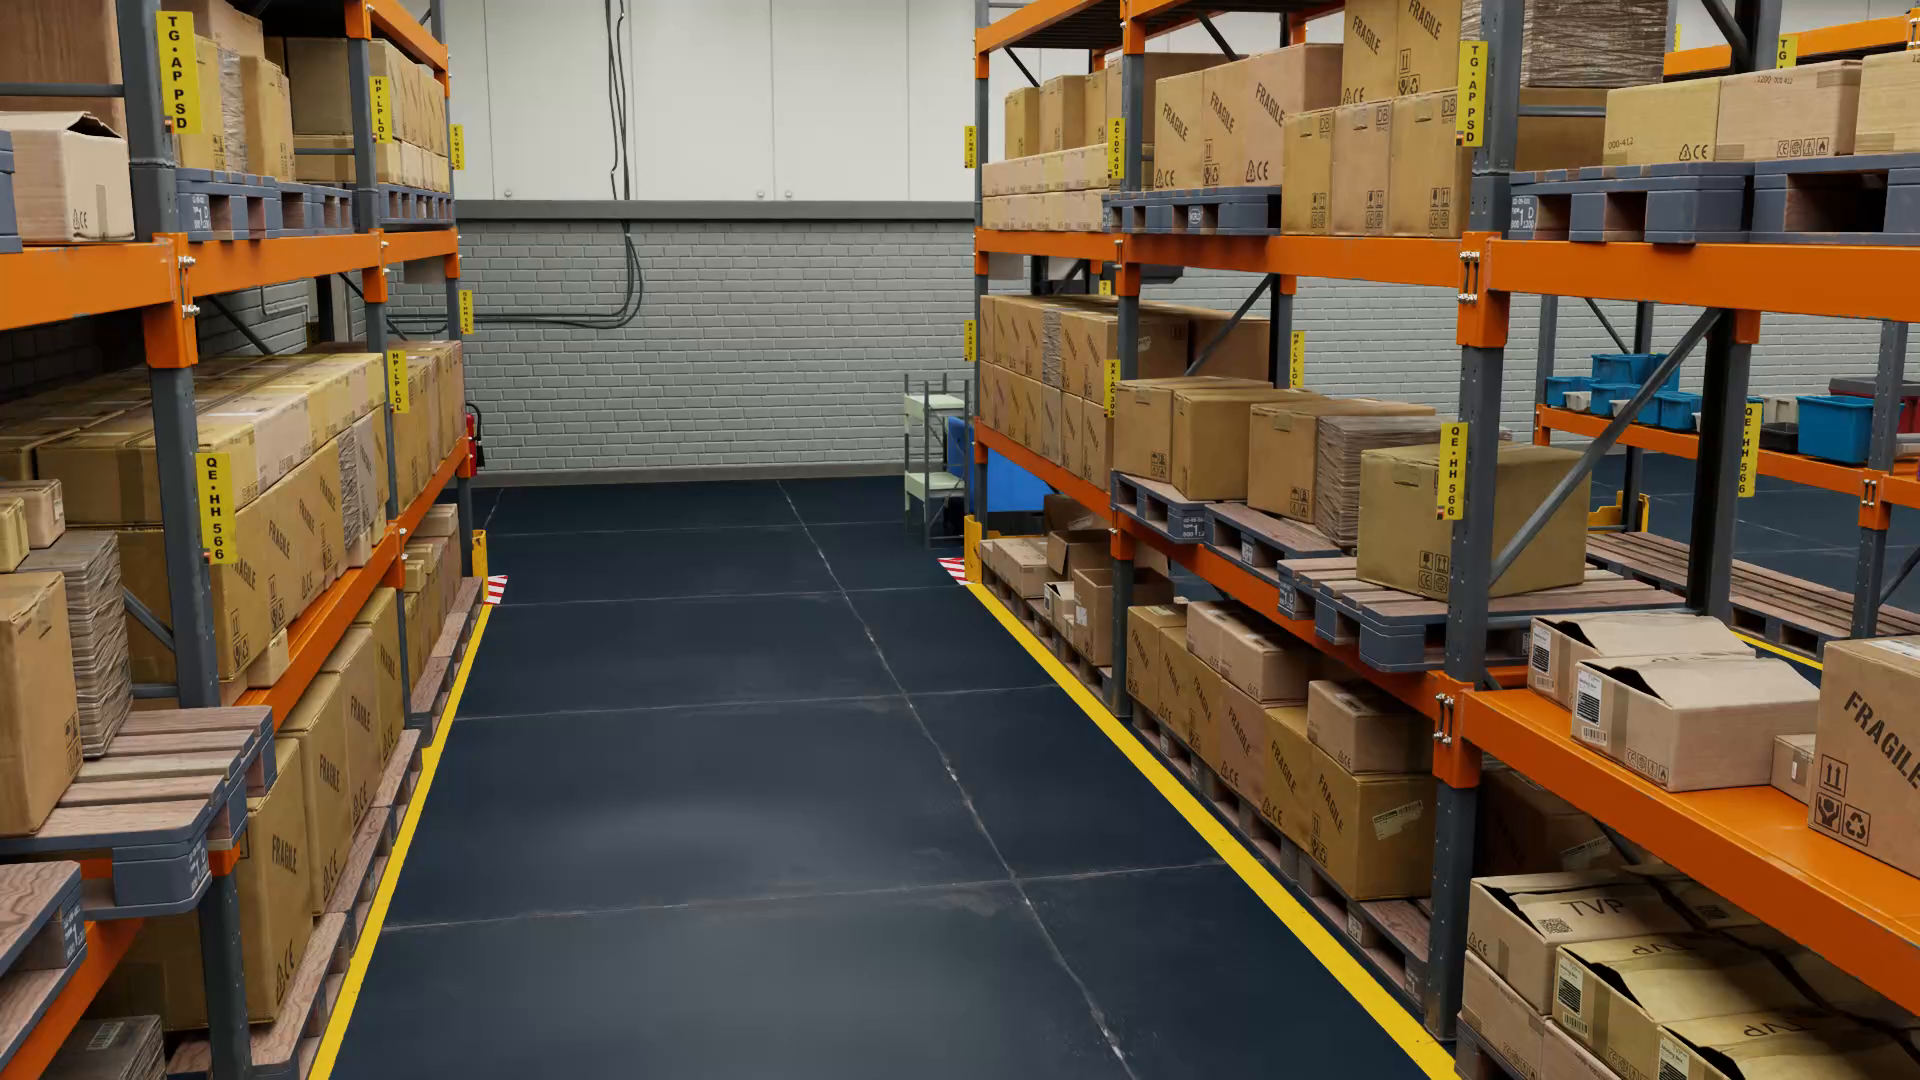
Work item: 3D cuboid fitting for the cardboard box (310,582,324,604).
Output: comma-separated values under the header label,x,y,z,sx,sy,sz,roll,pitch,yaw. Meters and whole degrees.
label,x,y,z,sx,sy,sz,roll,pitch,yaw
cardboard box,-2.875,0.177,6.917,0.380,0.149,0.250,-2,11,-9

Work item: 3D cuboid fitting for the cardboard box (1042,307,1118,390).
label,x,y,z,sx,sy,sz,roll,pitch,yaw
cardboard box,0.843,-1.263,10.922,0.500,0.500,0.500,-2,11,-11

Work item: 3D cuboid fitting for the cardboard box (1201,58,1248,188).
label,x,y,z,sx,sy,sz,roll,pitch,yaw
cardboard box,1.573,-2.014,8.130,0.600,0.600,0.600,-2,11,-12

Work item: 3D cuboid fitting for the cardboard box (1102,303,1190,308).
label,x,y,z,sx,sy,sz,roll,pitch,yaw
cardboard box,1.278,-1.374,11.503,0.500,0.500,0.500,-2,11,-9

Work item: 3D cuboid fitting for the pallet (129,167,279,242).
label,x,y,z,sx,sy,sz,roll,pitch,yaw
pallet,-2.863,-1.036,5.151,1.213,0.211,1.003,-2,11,-8

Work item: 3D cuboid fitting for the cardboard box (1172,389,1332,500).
label,x,y,z,sx,sy,sz,roll,pitch,yaw
cardboard box,1.464,-0.490,8.410,0.700,0.500,0.500,0,11,-2

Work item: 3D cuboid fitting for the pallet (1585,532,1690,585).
label,x,y,z,sx,sy,sz,roll,pitch,yaw
pallet,5.599,0.156,13.864,1.003,0.211,1.213,-2,11,-11

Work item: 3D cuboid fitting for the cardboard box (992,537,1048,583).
label,x,y,z,sx,sy,sz,roll,pitch,yaw
cardboard box,0.542,0.150,12.618,0.500,0.250,0.500,-2,11,-11

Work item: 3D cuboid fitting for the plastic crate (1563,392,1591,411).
label,x,y,z,sx,sy,sz,roll,pitch,yaw
plastic crate,5.183,-1.147,13.799,0.250,0.136,0.298,-2,11,-11

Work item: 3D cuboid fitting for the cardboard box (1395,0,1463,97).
label,x,y,z,sx,sy,sz,roll,pitch,yaw
cardboard box,1.995,-1.907,6.283,0.500,0.500,0.500,-2,11,-11

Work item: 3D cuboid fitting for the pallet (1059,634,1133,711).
label,x,y,z,sx,sy,sz,roll,pitch,yaw
pallet,1.262,0.791,10.531,1.003,0.211,1.213,-2,11,-11

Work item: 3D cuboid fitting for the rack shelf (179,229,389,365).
label,x,y,z,sx,sy,sz,roll,pitch,yaw
rack shelf,-3.074,-1.026,6.518,1.077,0.370,4.000,-2,11,-11

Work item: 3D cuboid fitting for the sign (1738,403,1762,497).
label,x,y,z,sx,sy,sz,roll,pitch,yaw
sign,2.717,-0.309,5.755,0.100,0.325,0.005,-2,11,-11

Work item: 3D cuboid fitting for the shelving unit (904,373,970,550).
label,x,y,z,sx,sy,sz,roll,pitch,yaw
shelving unit,-0.213,-0.726,15.051,0.431,1.500,0.755,-3,11,-15

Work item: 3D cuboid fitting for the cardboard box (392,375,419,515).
label,x,y,z,sx,sy,sz,roll,pitch,yaw
cardboard box,-3.553,-0.520,9.156,0.980,0.700,0.700,-2,11,-10

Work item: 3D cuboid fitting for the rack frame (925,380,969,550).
label,x,y,z,sx,sy,sz,roll,pitch,yaw
rack frame,-0.114,-0.660,14.705,0.400,1.500,0.023,-3,11,-15

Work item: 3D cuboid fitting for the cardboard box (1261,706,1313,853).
label,x,y,z,sx,sy,sz,roll,pitch,yaw
cardboard box,1.661,1.034,7.301,0.500,0.500,0.500,-3,11,-13

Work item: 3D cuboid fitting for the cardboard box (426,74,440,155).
label,x,y,z,sx,sy,sz,roll,pitch,yaw
cardboard box,-3.745,-2.813,10.990,0.500,0.500,0.500,-2,11,-9

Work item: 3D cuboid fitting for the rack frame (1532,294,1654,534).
label,x,y,z,sx,sy,sz,roll,pitch,yaw
rack frame,5.477,-1.366,14.405,1.000,3.000,0.127,-2,11,-11

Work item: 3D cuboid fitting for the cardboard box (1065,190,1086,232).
label,x,y,z,sx,sy,sz,roll,pitch,yaw
cardboard box,0.953,-2.025,10.243,0.500,0.250,0.500,-2,11,-11

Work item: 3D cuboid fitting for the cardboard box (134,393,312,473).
label,x,y,z,sx,sy,sz,roll,pitch,yaw
cardboard box,-2.727,-0.395,6.180,0.500,0.250,0.500,-2,11,-11

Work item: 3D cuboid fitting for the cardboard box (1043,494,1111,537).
label,x,y,z,sx,sy,sz,roll,pitch,yaw
cardboard box,0.964,-0.084,13.178,0.500,0.500,0.500,-2,11,-11

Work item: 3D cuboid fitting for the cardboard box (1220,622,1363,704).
label,x,y,z,sx,sy,sz,roll,pitch,yaw
cardboard box,1.543,0.563,7.771,0.500,0.250,0.500,-2,11,-12

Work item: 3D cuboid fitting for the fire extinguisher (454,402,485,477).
label,x,y,z,sx,sy,sz,roll,pitch,yaw
fire extinguisher,-3.818,-0.829,12.788,0.296,0.674,0.183,-2,11,-11

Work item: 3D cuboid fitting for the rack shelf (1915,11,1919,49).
label,x,y,z,sx,sy,sz,roll,pitch,yaw
rack shelf,6.644,-2.663,8.167,1.077,0.370,4.000,-2,11,-11

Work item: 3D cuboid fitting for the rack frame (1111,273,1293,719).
label,x,y,z,sx,sy,sz,roll,pitch,yaw
rack frame,1.395,-0.453,9.608,1.000,3.000,0.127,-2,11,-11

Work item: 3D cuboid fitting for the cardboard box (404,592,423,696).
label,x,y,z,sx,sy,sz,roll,pitch,yaw
cardboard box,-3.508,0.609,9.593,0.700,0.500,0.500,-2,11,-10

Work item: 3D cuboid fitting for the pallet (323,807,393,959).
label,x,y,z,sx,sy,sz,roll,pitch,yaw
pallet,-2.999,1.461,7.012,1.003,0.211,1.213,-2,11,-11

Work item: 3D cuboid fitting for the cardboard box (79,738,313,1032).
label,x,y,z,sx,sy,sz,roll,pitch,yaw
cardboard box,-2.700,1.171,5.699,0.750,0.750,0.750,-2,11,-12

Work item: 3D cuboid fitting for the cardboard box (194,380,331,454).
label,x,y,z,sx,sy,sz,roll,pitch,yaw
cardboard box,-2.833,-0.488,6.671,0.500,0.250,0.500,-2,11,-12

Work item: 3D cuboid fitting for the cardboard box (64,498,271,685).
label,x,y,z,sx,sy,sz,roll,pitch,yaw
cardboard box,-2.529,0.158,5.281,0.500,0.500,0.500,-2,11,-9

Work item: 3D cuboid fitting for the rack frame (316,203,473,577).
label,x,y,z,sx,sy,sz,roll,pitch,yaw
rack frame,-4.241,-1.006,12.512,1.000,3.000,0.127,-2,11,-11

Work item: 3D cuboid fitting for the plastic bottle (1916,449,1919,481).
label,x,y,z,sx,sy,sz,roll,pitch,yaw
plastic bottle,5.907,-0.492,10.127,0.061,0.283,0.133,-2,11,-11

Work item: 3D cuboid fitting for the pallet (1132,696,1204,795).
label,x,y,z,sx,sy,sz,roll,pitch,yaw
pallet,1.590,1.065,9.092,1.003,0.211,1.213,-2,11,-11

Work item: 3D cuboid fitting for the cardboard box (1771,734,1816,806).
label,x,y,z,sx,sy,sz,roll,pitch,yaw
cardboard box,2.476,0.636,4.559,0.380,0.149,0.250,-1,11,-7

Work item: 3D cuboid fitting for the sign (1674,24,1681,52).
label,x,y,z,sx,sy,sz,roll,pitch,yaw
sign,6.013,-4.178,13.995,0.100,0.325,0.005,-2,11,-11

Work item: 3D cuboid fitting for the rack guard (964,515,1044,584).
label,x,y,z,sx,sy,sz,roll,pitch,yaw
rack guard,0.632,0.055,13.623,1.175,0.500,0.348,-2,11,-11

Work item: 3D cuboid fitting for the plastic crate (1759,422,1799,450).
label,x,y,z,sx,sy,sz,roll,pitch,yaw
plastic crate,5.773,-0.722,11.598,0.437,0.125,0.590,-2,11,-11

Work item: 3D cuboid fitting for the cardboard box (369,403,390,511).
label,x,y,z,sx,sy,sz,roll,pitch,yaw
cardboard box,-3.126,-0.402,8.222,0.500,0.500,0.500,-2,11,-12

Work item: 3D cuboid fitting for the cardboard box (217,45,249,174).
label,x,y,z,sx,sy,sz,roll,pitch,yaw
cardboard box,-3.194,-1.652,6.439,0.700,0.500,0.500,-2,11,-11

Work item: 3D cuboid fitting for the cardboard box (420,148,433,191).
label,x,y,z,sx,sy,sz,roll,pitch,yaw
cardboard box,-3.630,-2.346,10.540,0.500,0.250,0.500,-2,11,-13

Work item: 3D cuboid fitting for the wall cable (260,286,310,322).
label,x,y,z,sx,sy,sz,roll,pitch,yaw
wall cable,-5.418,-1.705,13.471,0.084,1.984,1.851,-2,11,-11

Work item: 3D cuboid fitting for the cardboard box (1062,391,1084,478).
label,x,y,z,sx,sy,sz,roll,pitch,yaw
cardboard box,0.945,-0.679,10.528,0.500,0.500,0.500,-2,11,-9

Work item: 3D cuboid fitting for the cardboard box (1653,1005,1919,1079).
label,x,y,z,sx,sy,sz,roll,pitch,yaw
cardboard box,2.194,1.446,4.362,0.500,0.311,0.500,-2,11,-13

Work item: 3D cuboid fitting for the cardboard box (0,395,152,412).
label,x,y,z,sx,sy,sz,roll,pitch,yaw
cardboard box,-3.222,-0.375,6.077,0.500,0.250,0.500,-2,11,-12

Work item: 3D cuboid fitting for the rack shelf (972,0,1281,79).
label,x,y,z,sx,sy,sz,roll,pitch,yaw
rack shelf,1.006,-3.412,11.042,1.077,0.370,4.000,-2,11,-11

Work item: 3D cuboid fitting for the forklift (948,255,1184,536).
label,x,y,z,sx,sy,sz,roll,pitch,yaw
forklift,1.444,-1.538,15.492,3.031,2.935,1.130,-3,11,-13

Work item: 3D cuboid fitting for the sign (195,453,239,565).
label,x,y,z,sx,sy,sz,roll,pitch,yaw
sign,-2.155,-0.090,4.815,0.100,0.325,0.005,-2,11,-11

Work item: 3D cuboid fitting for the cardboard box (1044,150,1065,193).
label,x,y,z,sx,sy,sz,roll,pitch,yaw
cardboard box,0.845,-2.361,10.676,0.500,0.250,0.500,-2,11,-11

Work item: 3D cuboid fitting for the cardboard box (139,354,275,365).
label,x,y,z,sx,sy,sz,roll,pitch,yaw
cardboard box,-3.629,-0.752,8.056,0.500,0.250,0.500,-2,11,-9

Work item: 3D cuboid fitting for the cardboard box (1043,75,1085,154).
label,x,y,z,sx,sy,sz,roll,pitch,yaw
cardboard box,0.955,-2.829,11.128,0.700,0.500,0.500,-2,11,-11
